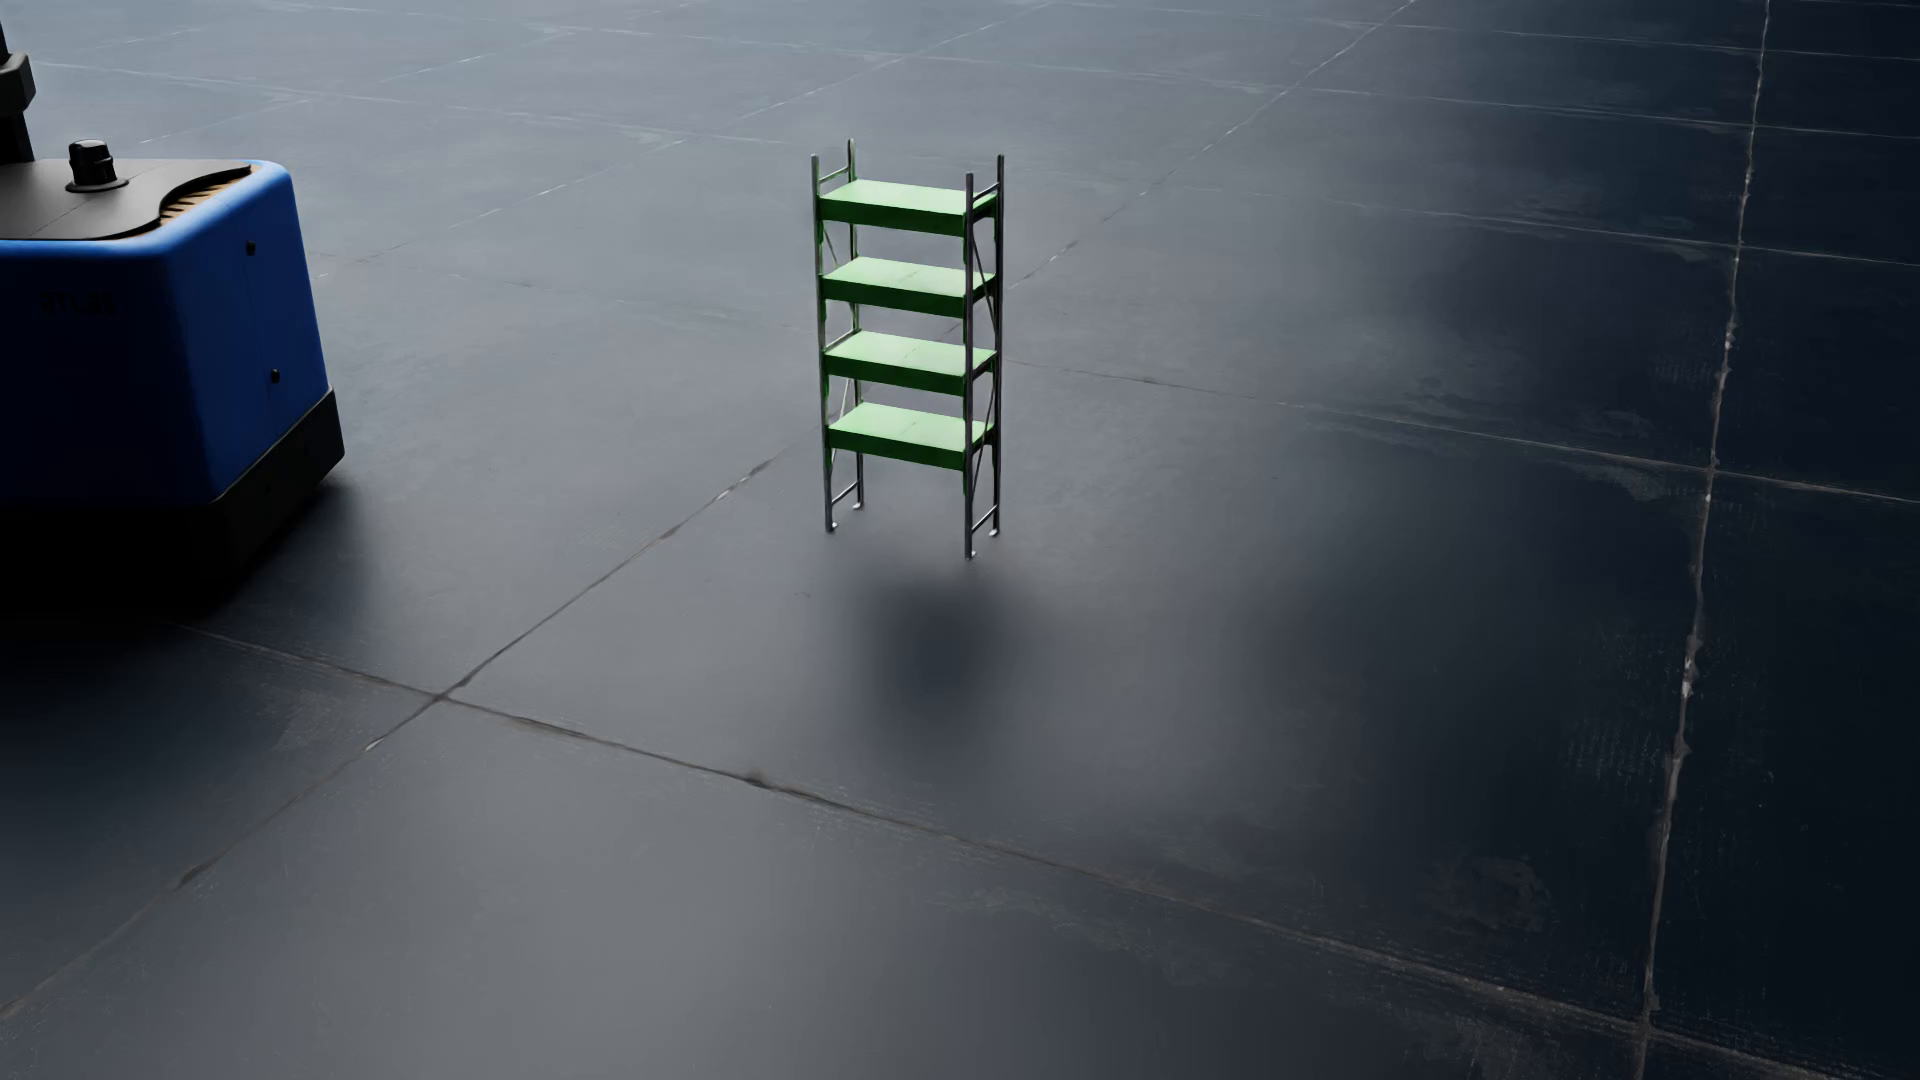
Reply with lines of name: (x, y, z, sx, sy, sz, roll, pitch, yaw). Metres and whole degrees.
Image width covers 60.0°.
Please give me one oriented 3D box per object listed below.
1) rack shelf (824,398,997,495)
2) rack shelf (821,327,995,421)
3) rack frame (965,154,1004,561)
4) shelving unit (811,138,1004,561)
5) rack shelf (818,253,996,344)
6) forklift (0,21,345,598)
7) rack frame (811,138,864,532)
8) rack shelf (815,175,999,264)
rack shelf: (-0.151, -0.296, 5.181, 0.480, 0.148, 0.258, 11, 28, 22)
rack shelf: (-0.151, -0.511, 5.075, 0.480, 0.148, 0.258, 11, 28, 22)
rack frame: (0.071, -0.524, 4.956, 0.015, 1.200, 0.240, 11, 28, 22)
shelving unit: (-0.151, -0.569, 5.046, 0.503, 1.200, 0.258, 11, 28, 22)
rack shelf: (-0.151, -0.727, 4.969, 0.480, 0.148, 0.258, 11, 28, 22)
forklift: (-3.628, -1.372, 4.718, 3.031, 2.935, 1.130, 1, 26, 2)
rack frame: (-0.373, -0.613, 5.137, 0.015, 1.200, 0.240, 11, 28, 22)
rack shelf: (-0.151, -0.942, 4.863, 0.480, 0.148, 0.258, 11, 28, 22)
